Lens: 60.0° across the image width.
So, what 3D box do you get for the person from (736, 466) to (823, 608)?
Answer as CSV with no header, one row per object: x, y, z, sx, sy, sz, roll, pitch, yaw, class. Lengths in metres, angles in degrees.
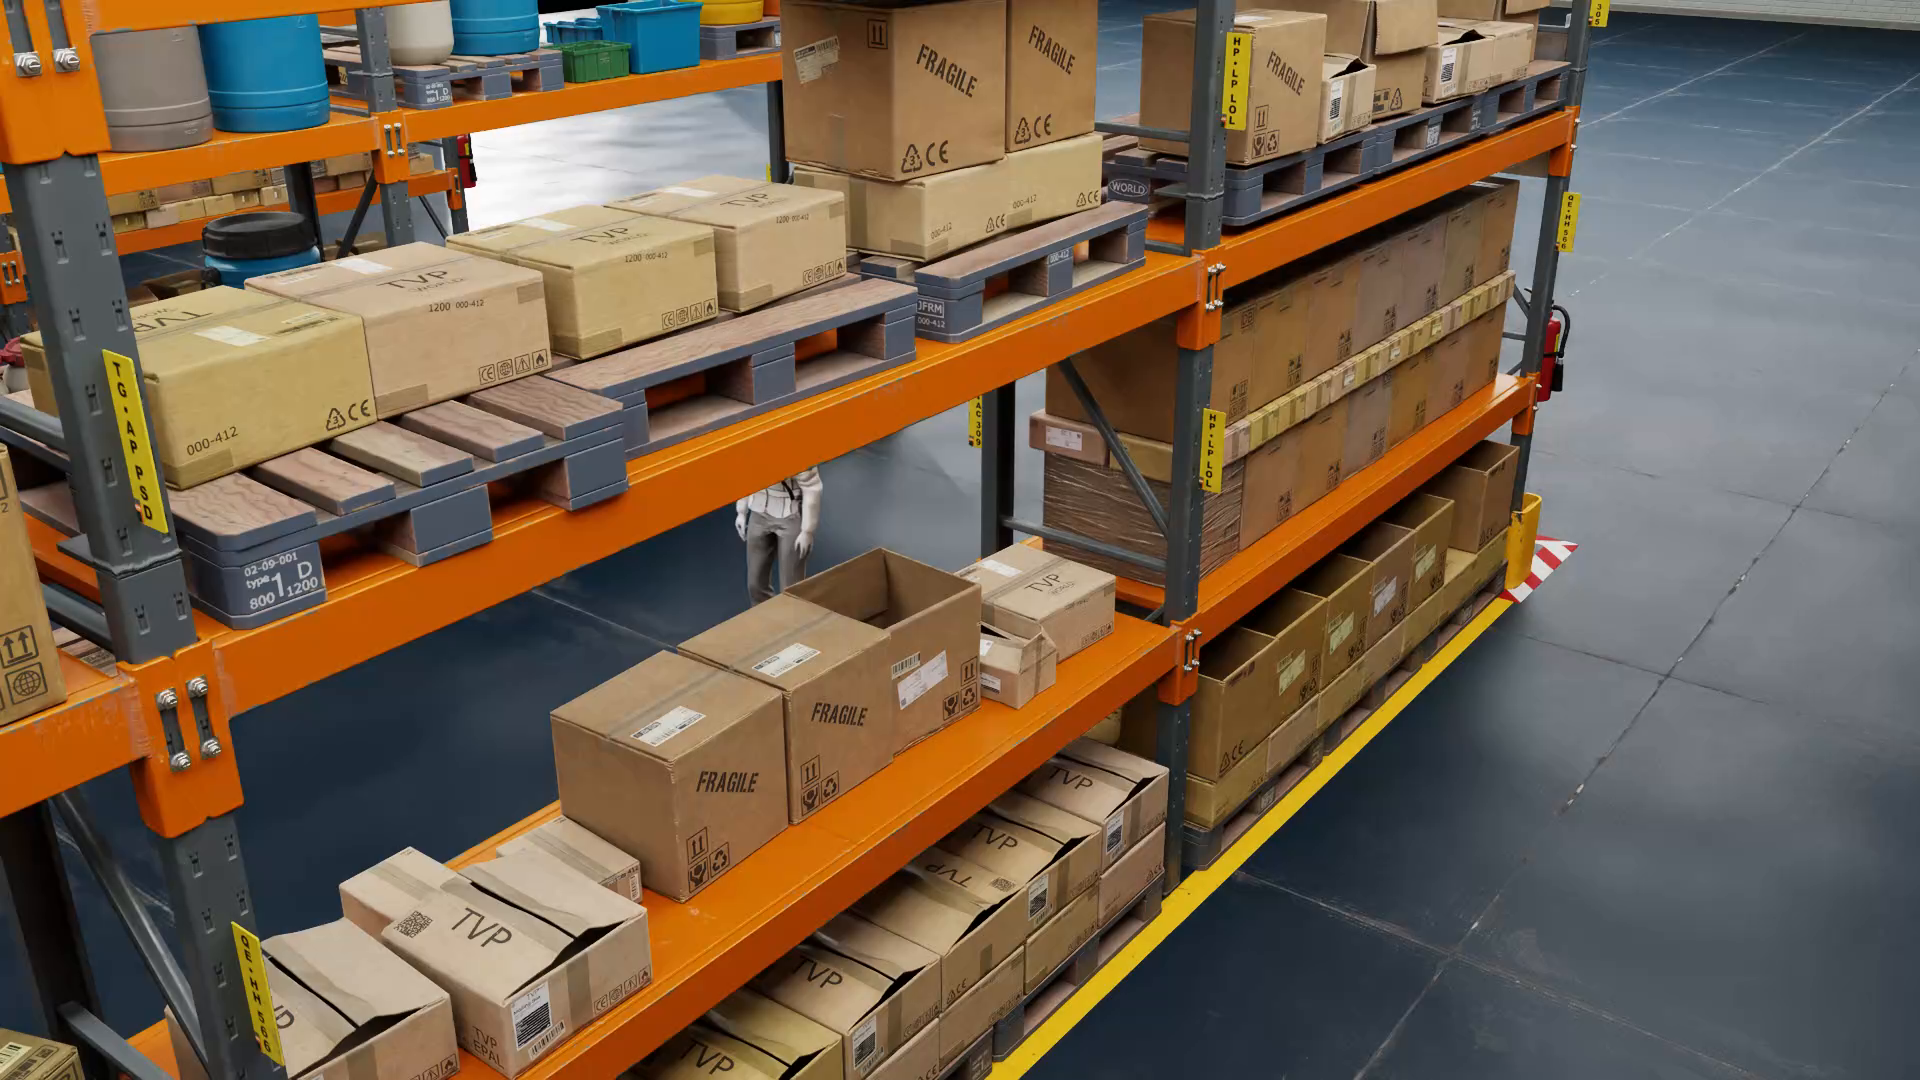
-0.964,-0.088,8.798,0.522,1.662,0.371,16,28,31,person
